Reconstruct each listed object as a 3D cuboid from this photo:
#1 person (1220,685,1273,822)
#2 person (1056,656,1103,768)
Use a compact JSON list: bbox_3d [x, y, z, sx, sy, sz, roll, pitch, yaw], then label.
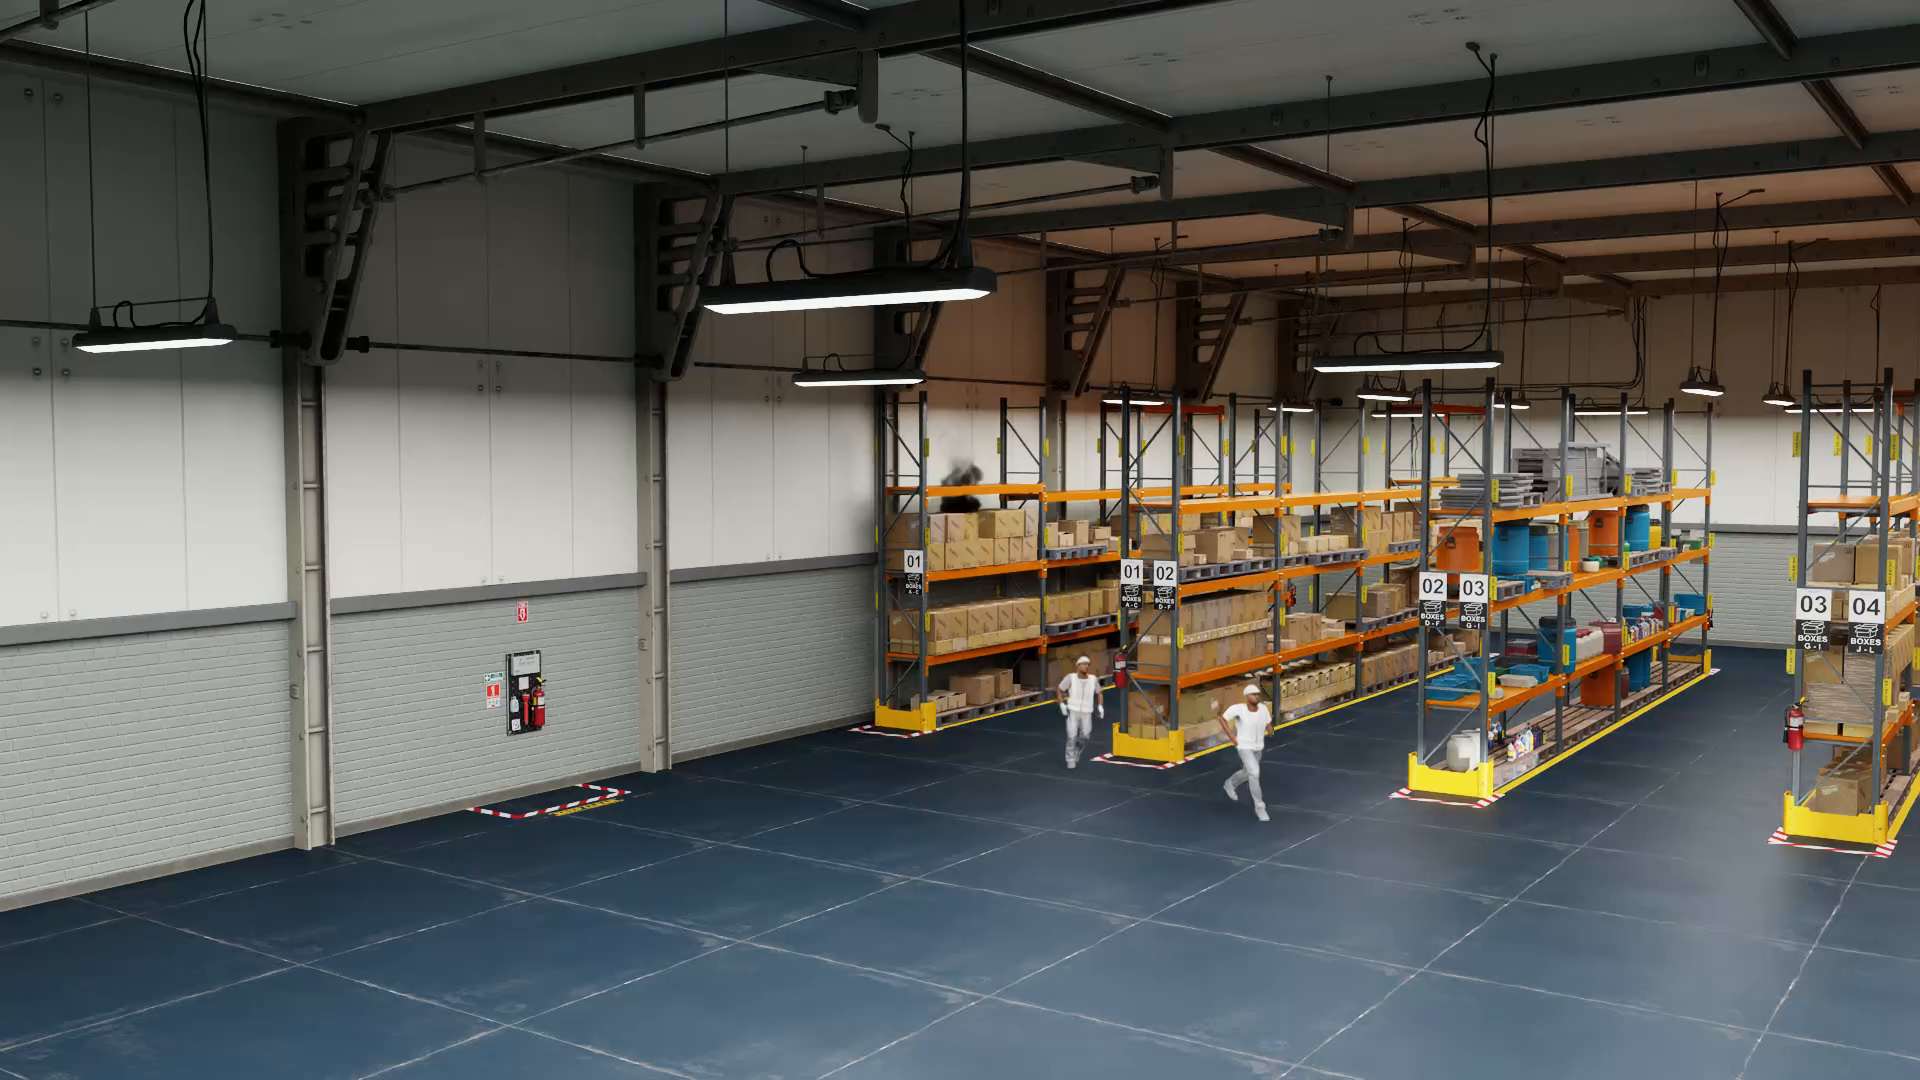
[{"bbox_3d":[3.971,2.866,22.772,0.661,1.796,1.088,-2,4,-32],"label":"person"},{"bbox_3d":[1.889,2.700,26.062,0.744,1.722,0.527,0,3,-5],"label":"person"}]
